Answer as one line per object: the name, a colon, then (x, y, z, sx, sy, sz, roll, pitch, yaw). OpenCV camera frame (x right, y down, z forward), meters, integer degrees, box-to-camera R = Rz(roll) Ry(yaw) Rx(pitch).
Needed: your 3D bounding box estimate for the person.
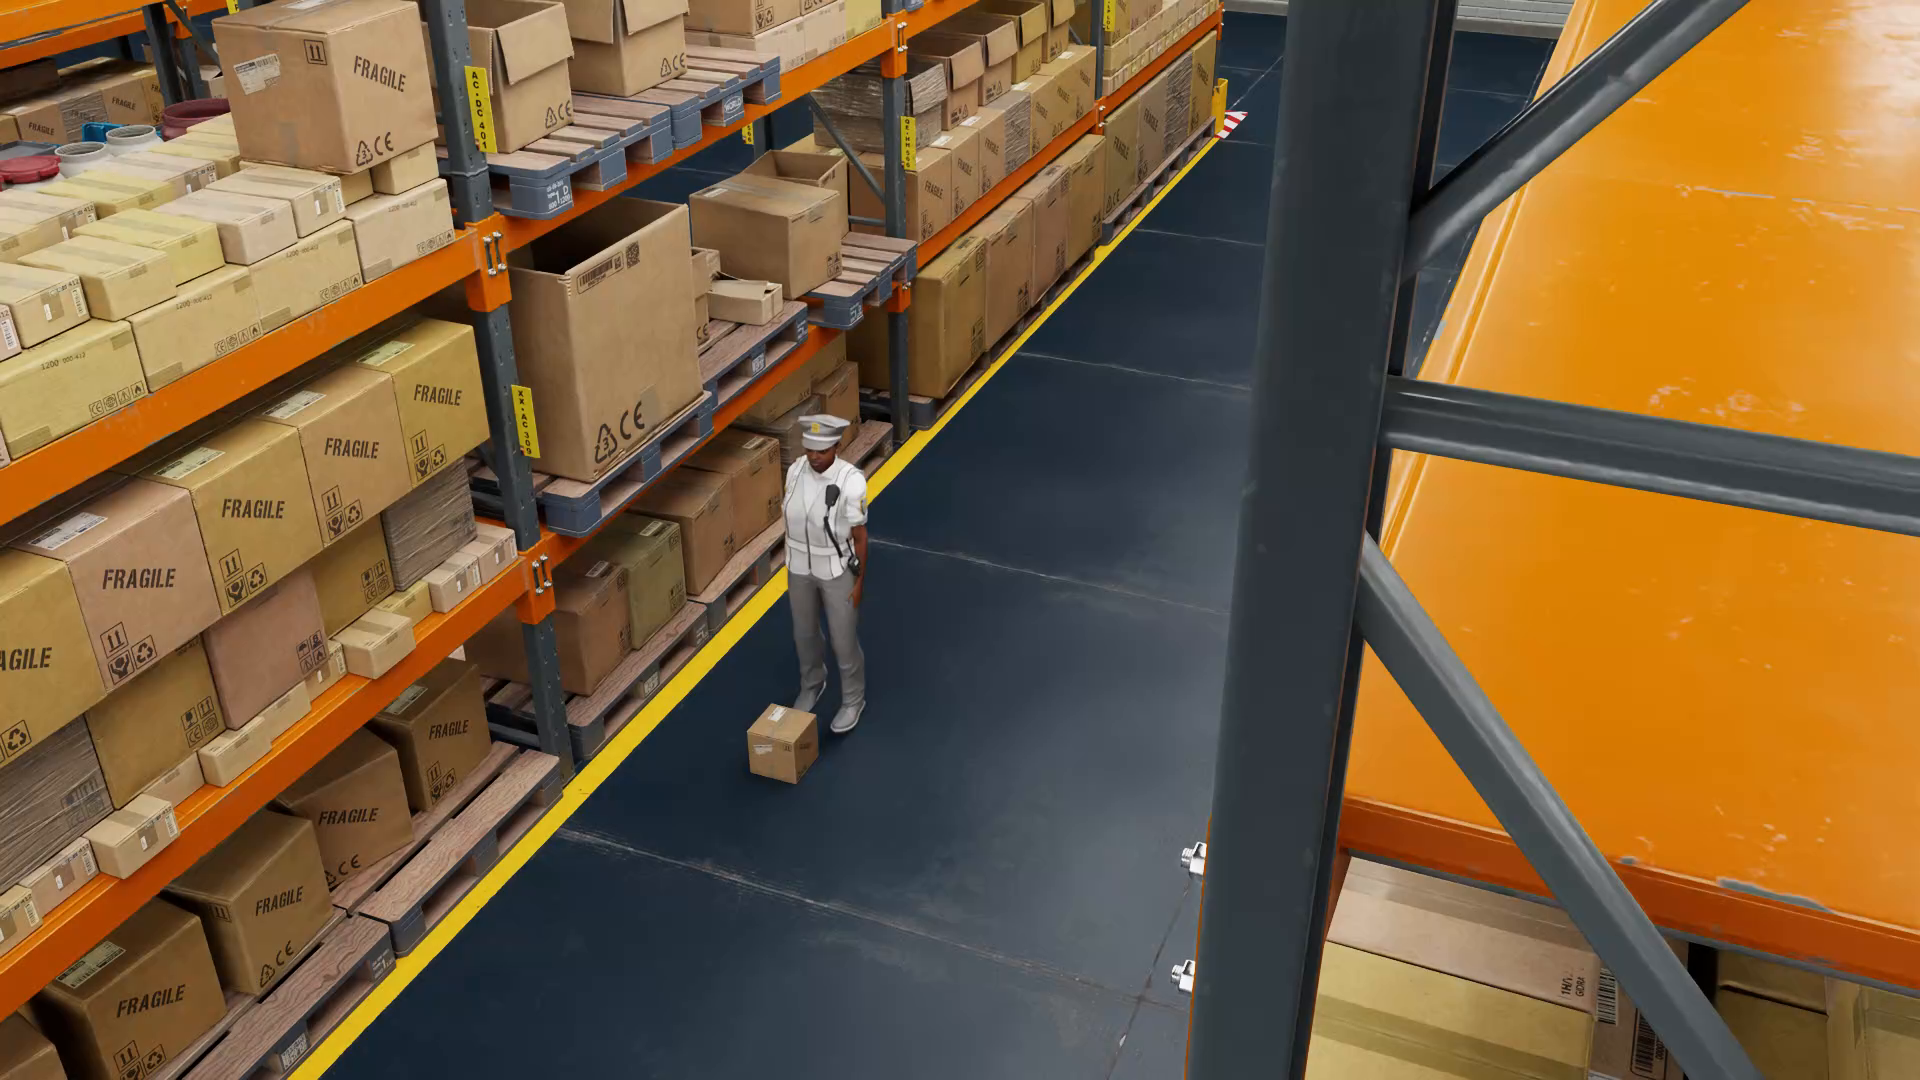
person: (-0.653, 0.163, 8.112, 0.433, 1.702, 0.336, 12, 32, 20)
